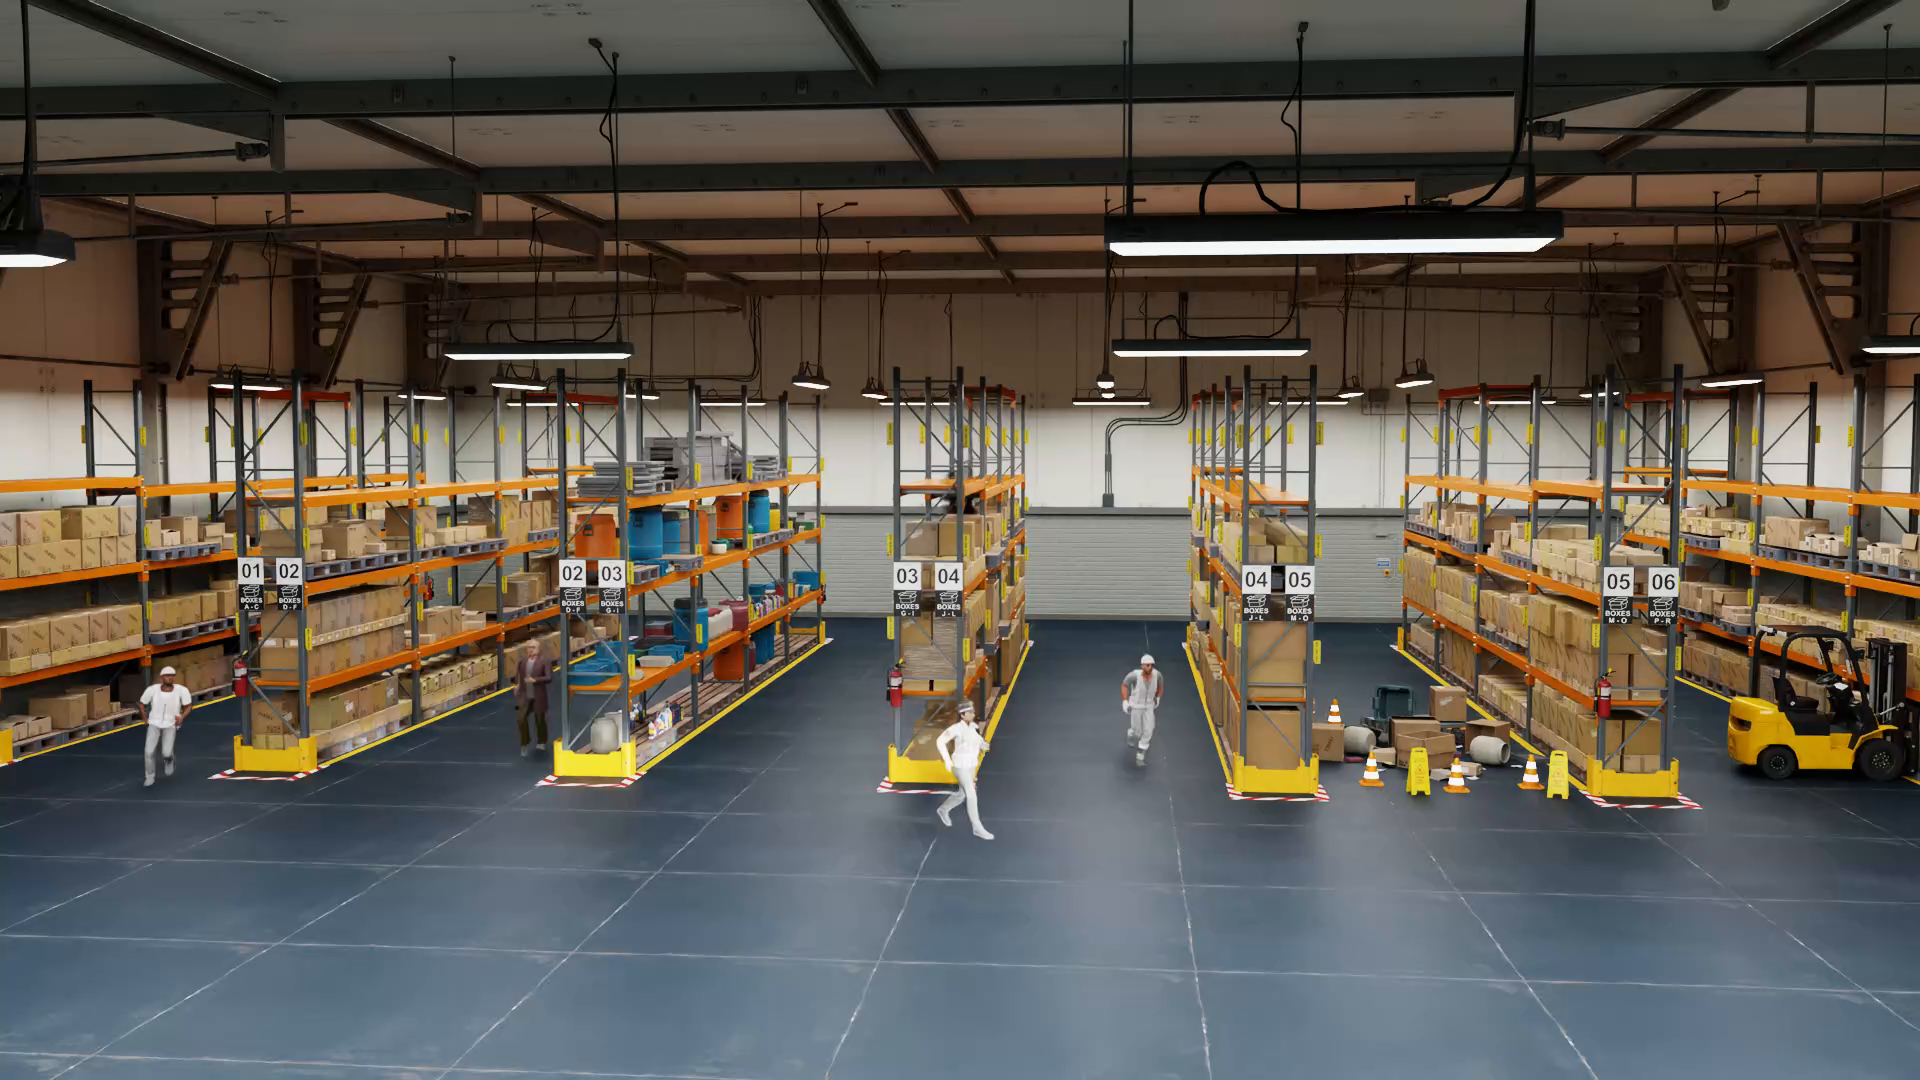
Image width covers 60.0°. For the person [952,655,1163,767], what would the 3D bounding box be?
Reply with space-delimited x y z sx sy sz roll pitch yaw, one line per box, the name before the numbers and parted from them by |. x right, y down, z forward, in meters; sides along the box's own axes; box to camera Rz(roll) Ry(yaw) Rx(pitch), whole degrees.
person | 1.457 2.686 23.192 4.567 1.644 4.306 -1 4 -18

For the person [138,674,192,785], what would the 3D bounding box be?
person | -11.519 2.688 24.087 0.704 1.644 0.563 -1 4 -19

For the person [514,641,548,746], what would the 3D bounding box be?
person | -6.717 2.419 26.139 0.643 1.675 0.781 0 4 3

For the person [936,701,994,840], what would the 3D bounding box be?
person | 0.045 2.837 20.776 0.943 1.683 0.608 3 5 39
